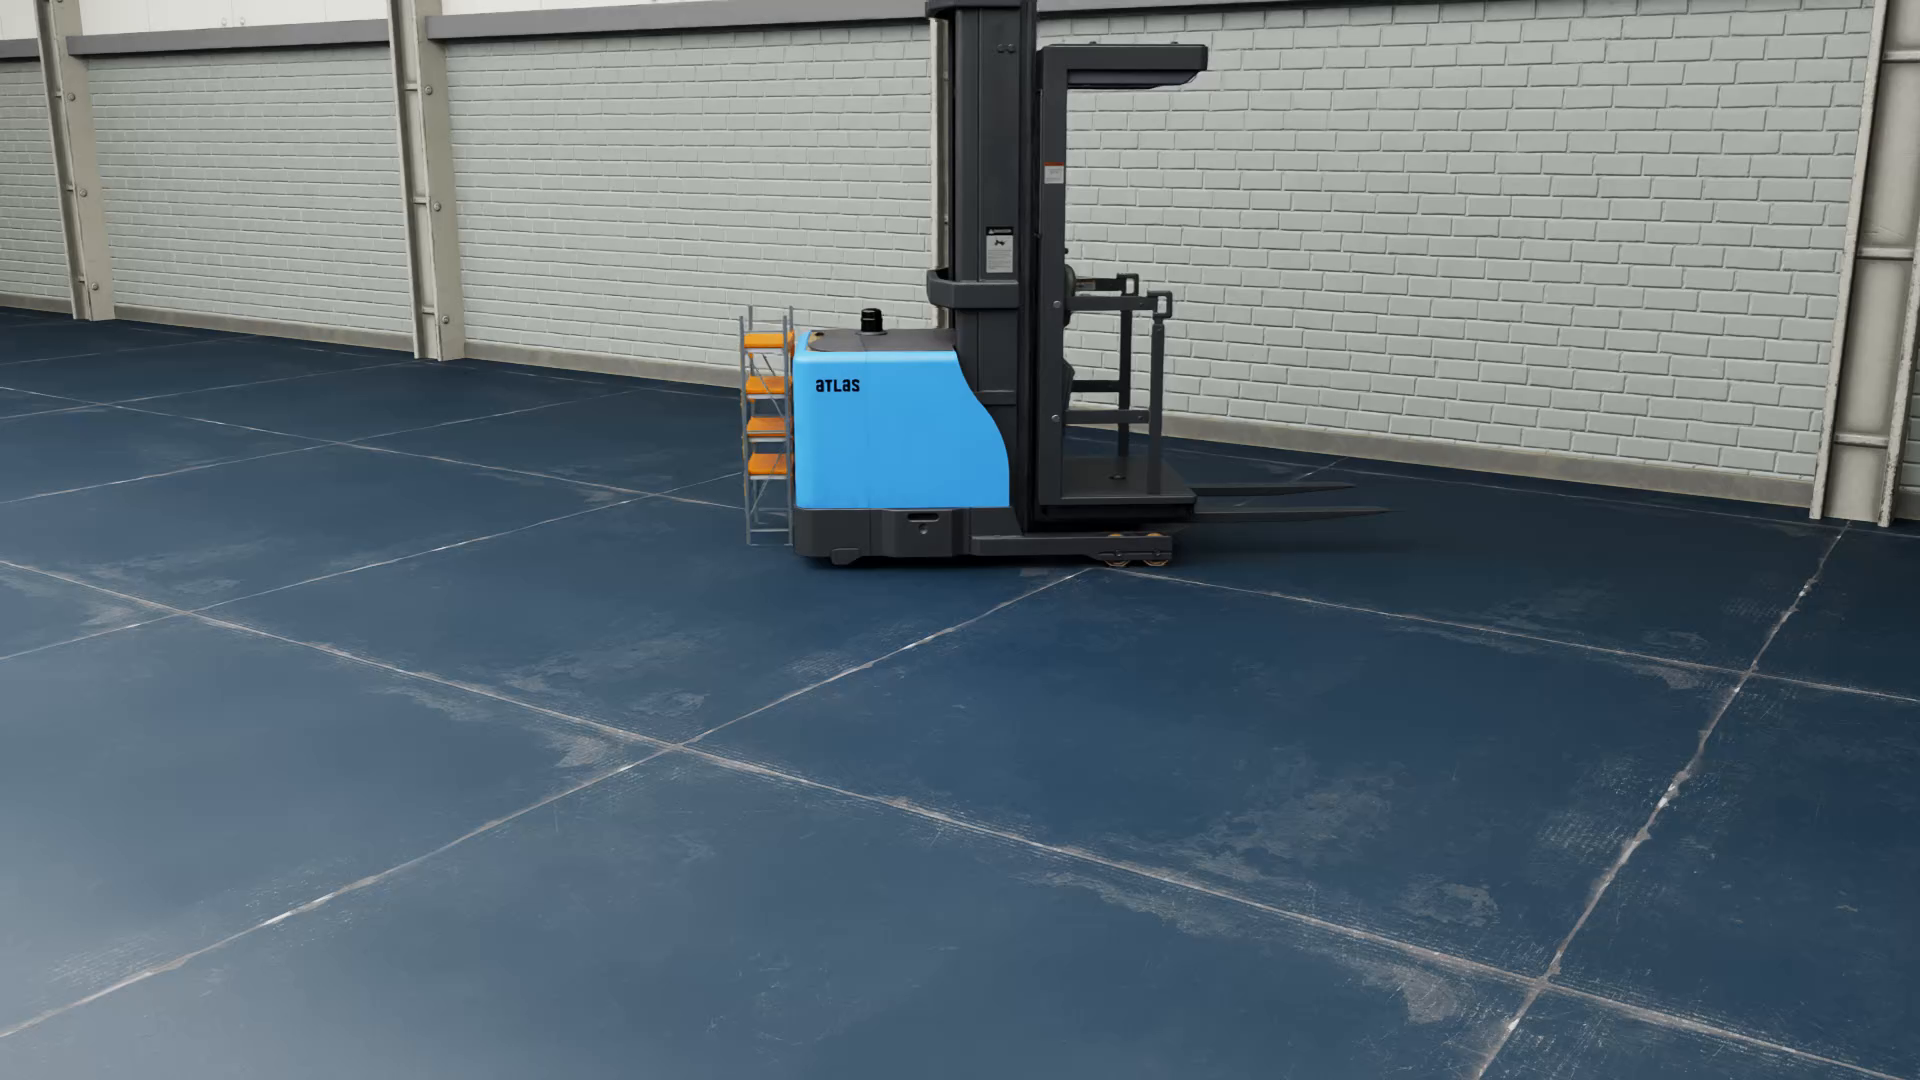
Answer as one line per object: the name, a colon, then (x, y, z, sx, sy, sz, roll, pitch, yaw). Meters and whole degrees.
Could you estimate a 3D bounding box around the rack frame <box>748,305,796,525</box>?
rack frame: (-1.012, -0.671, 9.034, 0.240, 1.200, 0.015, -1, 14, -2)

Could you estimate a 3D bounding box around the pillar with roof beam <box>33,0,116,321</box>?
pillar with roof beam: (-12.326, -6.052, 14.543, 0.400, 9.000, 9.100, 9, 17, 33)

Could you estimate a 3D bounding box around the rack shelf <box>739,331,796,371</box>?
rack shelf: (-1.004, -0.993, 8.702, 0.258, 0.148, 0.480, -1, 14, -2)

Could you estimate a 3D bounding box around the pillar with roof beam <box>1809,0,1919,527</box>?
pillar with roof beam: (2.609, -3.638, 4.792, 0.400, 9.000, 9.100, 9, 17, 33)

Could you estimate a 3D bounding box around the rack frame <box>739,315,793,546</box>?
rack frame: (-0.995, -0.553, 8.560, 0.240, 1.200, 0.015, -1, 14, -2)

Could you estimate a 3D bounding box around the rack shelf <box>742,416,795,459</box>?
rack shelf: (-1.003, -0.547, 8.813, 0.258, 0.148, 0.480, -1, 14, -2)

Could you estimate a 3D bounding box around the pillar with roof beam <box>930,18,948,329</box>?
pillar with roof beam: (-2.369, -4.443, 8.042, 0.400, 9.000, 9.100, 9, 17, 33)

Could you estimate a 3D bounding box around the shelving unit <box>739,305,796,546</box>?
shelving unit: (-1.004, -0.612, 8.797, 0.258, 1.200, 0.503, -1, 14, -2)

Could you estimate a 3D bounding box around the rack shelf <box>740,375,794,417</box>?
rack shelf: (-1.004, -0.764, 8.759, 0.258, 0.148, 0.480, -1, 14, -2)

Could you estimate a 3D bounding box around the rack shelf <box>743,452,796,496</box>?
rack shelf: (-1.003, -0.354, 8.861, 0.258, 0.148, 0.480, -1, 14, -2)

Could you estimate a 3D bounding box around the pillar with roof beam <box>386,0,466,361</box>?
pillar with roof beam: (-7.348, -5.247, 11.293, 0.400, 9.000, 9.100, 9, 17, 33)

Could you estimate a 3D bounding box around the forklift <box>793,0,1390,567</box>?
forklift: (0.666, -1.414, 8.435, 3.031, 2.935, 1.130, -1, 14, -3)
